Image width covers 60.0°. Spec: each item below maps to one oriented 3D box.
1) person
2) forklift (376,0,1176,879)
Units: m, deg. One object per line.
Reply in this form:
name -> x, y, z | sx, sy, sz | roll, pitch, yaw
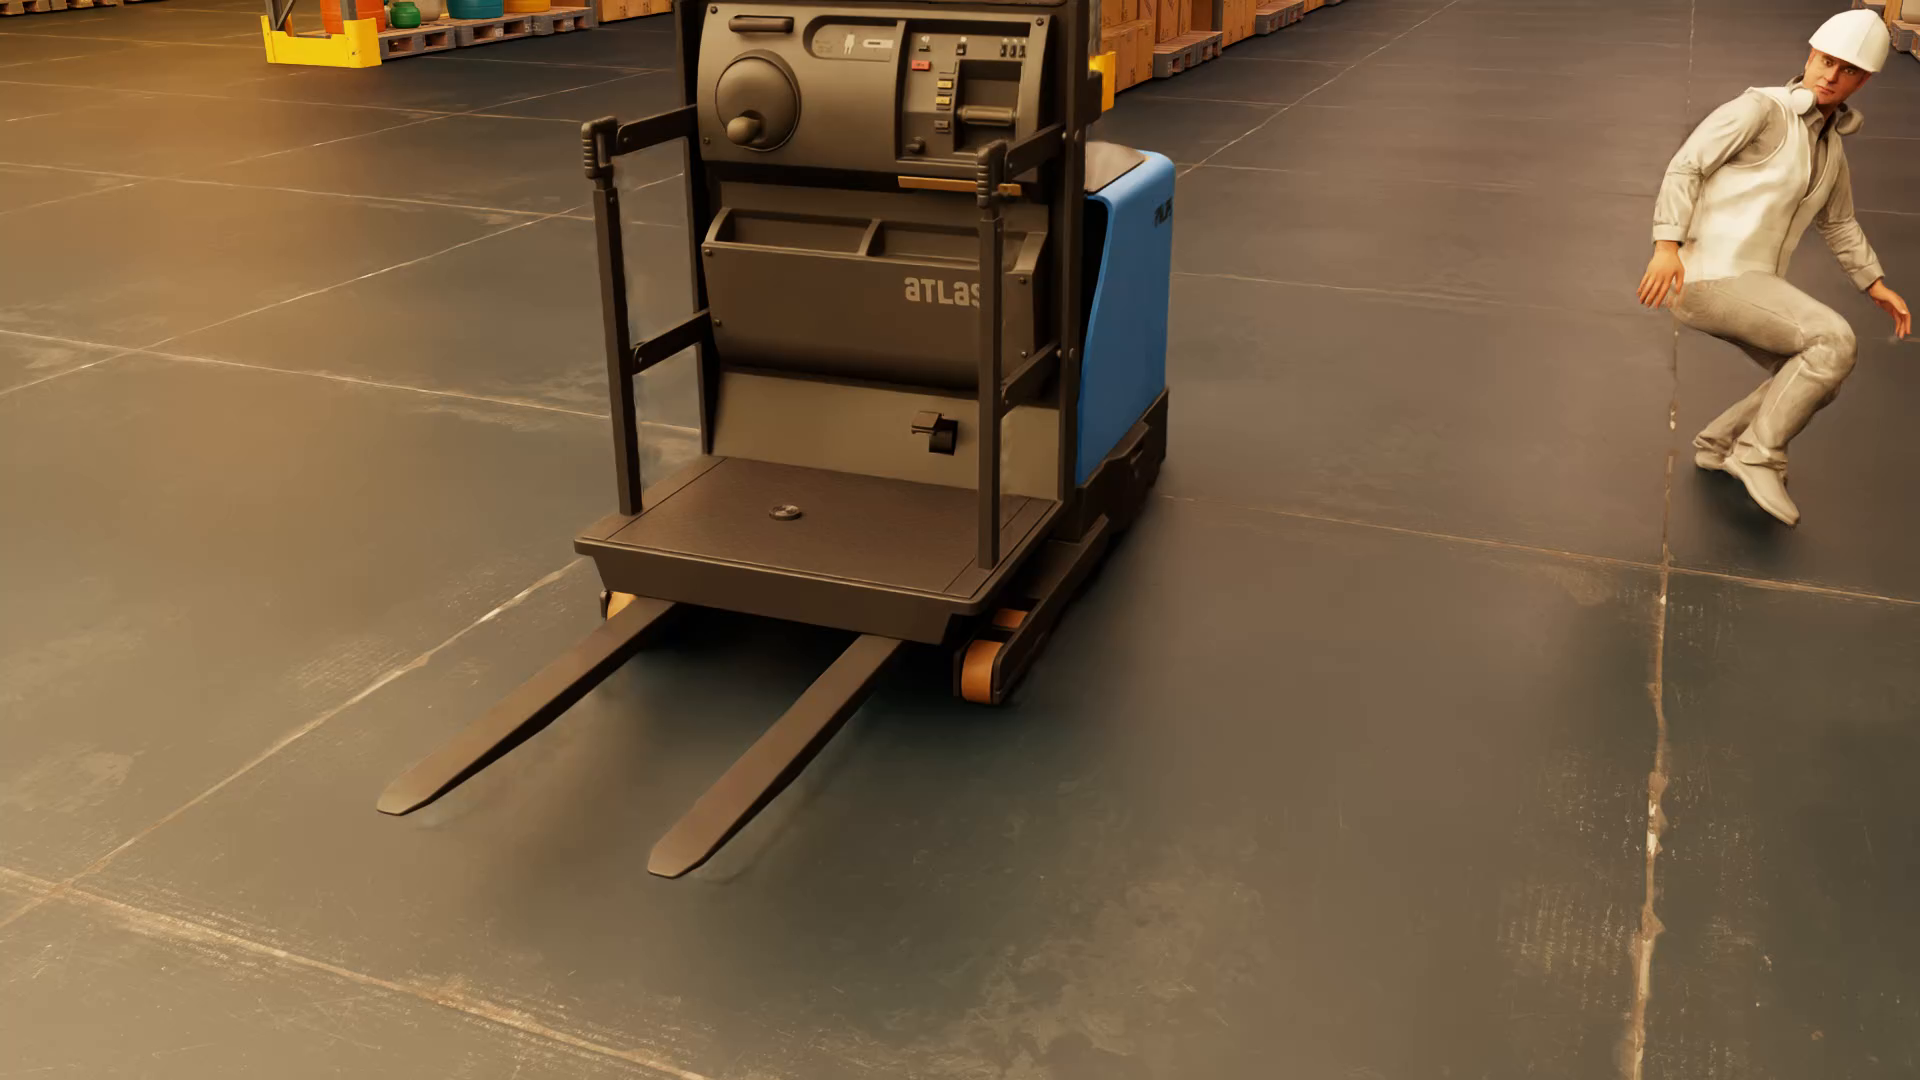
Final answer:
person -> 2.528, -0.826, 5.131 | 0.688, 1.547, 0.772 | 21, 30, 40
forklift -> -0.301, -1.122, 3.976 | 1.130, 2.935, 3.031 | 8, 24, 19
